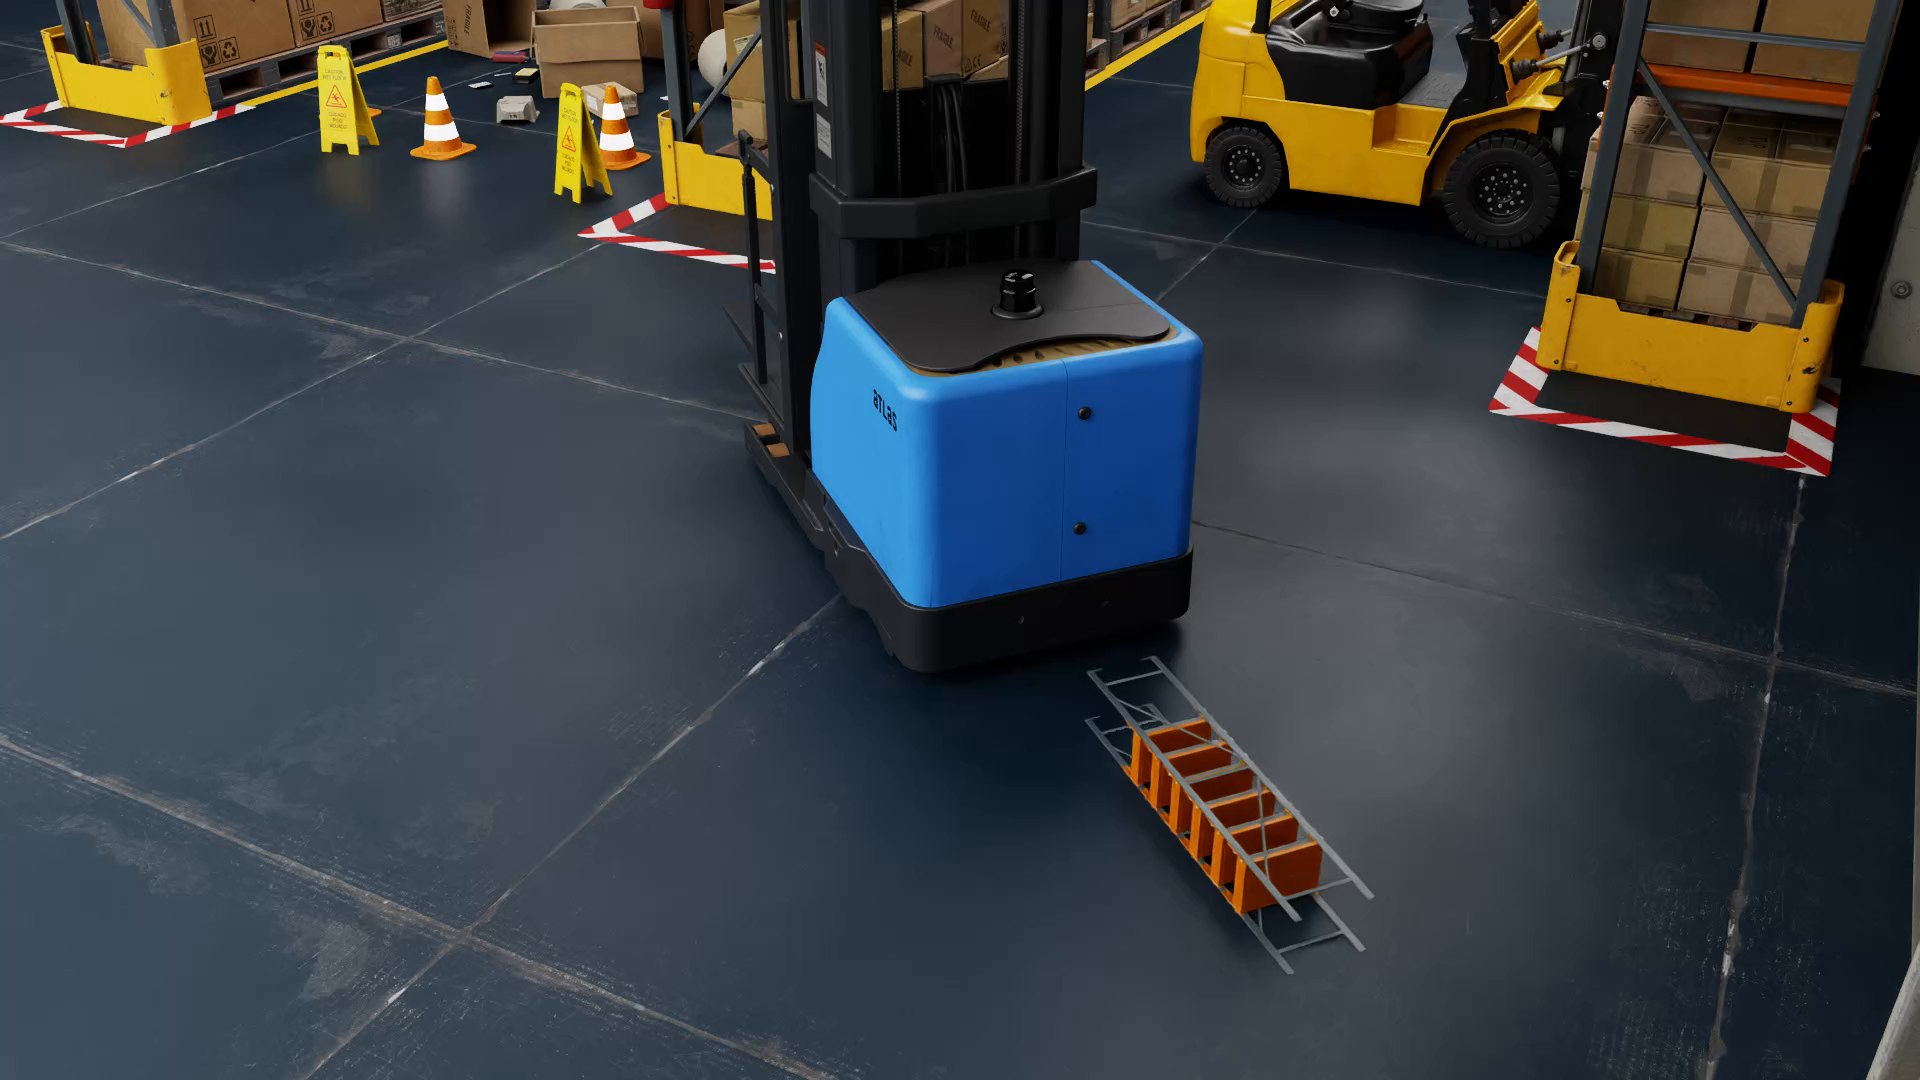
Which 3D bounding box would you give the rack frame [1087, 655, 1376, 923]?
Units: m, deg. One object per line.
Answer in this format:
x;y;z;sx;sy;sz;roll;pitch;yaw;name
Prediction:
0.730;0.664;4.715;0.240;0.006;1.200;-11;32;-19;rack frame

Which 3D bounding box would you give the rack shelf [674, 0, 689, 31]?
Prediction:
-0.266;-3.755;10.499;1.077;0.370;4.000;14;33;23;rack shelf

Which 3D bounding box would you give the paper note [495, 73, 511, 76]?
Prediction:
-3.349;-3.411;12.179;0.123;0.001;0.032;-18;34;-28;paper note

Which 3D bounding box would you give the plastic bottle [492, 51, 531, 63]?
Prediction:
-3.361;-3.636;12.521;0.283;0.061;0.133;4;30;6;plastic bottle

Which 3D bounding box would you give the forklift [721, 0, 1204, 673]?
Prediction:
-0.233;-1.560;6.023;1.130;2.935;3.031;-11;32;-19;forklift

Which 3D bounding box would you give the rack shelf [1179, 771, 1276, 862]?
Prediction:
0.759;0.779;4.700;0.258;0.180;0.103;-11;32;-19;rack shelf

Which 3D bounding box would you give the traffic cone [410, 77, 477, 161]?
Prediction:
-3.272;-2.665;10.425;0.336;0.463;0.334;14;33;23;traffic cone

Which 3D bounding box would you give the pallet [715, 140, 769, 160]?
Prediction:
-0.741;-2.357;10.142;1.003;0.211;1.213;14;33;23;pallet

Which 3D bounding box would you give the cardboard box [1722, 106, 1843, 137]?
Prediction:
3.855;-1.872;7.833;0.500;0.250;0.500;14;33;23;cardboard box

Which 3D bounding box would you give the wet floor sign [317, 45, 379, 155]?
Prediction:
-3.880;-2.775;10.435;0.267;0.644;0.232;9;31;15;wet floor sign

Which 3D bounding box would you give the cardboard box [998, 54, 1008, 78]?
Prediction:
0.146;-3.157;11.076;0.500;0.250;0.500;15;33;24;cardboard box

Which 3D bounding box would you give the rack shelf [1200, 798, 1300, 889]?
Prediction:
0.804;0.834;4.603;0.258;0.180;0.103;-11;32;-19;rack shelf

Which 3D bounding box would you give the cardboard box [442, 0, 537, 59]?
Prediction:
-3.601;-4.028;12.759;0.500;0.500;0.500;21;36;32;cardboard box

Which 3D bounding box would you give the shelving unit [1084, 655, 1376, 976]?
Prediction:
0.730;0.744;4.760;0.258;0.189;1.200;-11;32;-19;shelving unit

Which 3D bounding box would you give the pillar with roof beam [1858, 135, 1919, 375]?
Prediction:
0.531;-5.738;7.206;9.100;9.000;0.400;14;33;23;pillar with roof beam

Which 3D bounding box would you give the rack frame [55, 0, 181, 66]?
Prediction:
-5.630;-4.258;10.653;1.000;3.000;0.127;14;33;23;rack frame

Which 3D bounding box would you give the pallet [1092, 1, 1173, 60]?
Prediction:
0.999;-4.090;13.160;1.003;0.211;1.213;14;33;23;pallet

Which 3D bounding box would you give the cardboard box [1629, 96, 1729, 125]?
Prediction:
3.403;-1.982;8.024;0.500;0.250;0.500;15;33;24;cardboard box

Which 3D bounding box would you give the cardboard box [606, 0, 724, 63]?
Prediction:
-2.212;-3.926;12.445;0.797;0.637;0.503;14;33;23;cardboard box

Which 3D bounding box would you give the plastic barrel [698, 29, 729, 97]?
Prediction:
-1.584;-3.322;11.610;0.421;0.421;0.512;-12;32;-20;plastic barrel

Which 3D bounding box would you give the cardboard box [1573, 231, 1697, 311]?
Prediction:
3.176;-1.326;7.886;0.500;0.250;0.500;15;33;24;cardboard box

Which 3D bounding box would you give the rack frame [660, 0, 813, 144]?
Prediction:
-1.177;-3.180;8.776;1.000;3.000;0.127;14;33;23;rack frame

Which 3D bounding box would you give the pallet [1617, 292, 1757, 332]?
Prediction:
3.555;-1.195;8.119;1.003;0.211;1.213;14;33;23;pallet

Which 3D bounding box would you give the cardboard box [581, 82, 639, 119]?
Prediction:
-2.378;-2.983;11.295;0.250;0.149;0.380;-18;34;-28;cardboard box

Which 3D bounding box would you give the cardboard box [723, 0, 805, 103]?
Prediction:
-1.044;-2.910;9.891;0.500;0.500;0.500;15;33;24;cardboard box

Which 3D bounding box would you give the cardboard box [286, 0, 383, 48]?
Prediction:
-4.980;-4.225;12.308;0.875;0.875;0.875;14;33;23;cardboard box

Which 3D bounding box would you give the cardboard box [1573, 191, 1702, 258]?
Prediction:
3.187;-1.549;7.773;0.500;0.250;0.500;14;33;23;cardboard box

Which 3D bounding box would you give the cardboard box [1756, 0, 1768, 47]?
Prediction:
3.934;-2.492;7.477;0.500;0.500;0.500;15;33;25;cardboard box

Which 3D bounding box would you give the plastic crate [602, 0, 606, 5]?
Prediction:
-2.720;-4.463;13.776;0.662;0.188;0.450;-18;24;-28;plastic crate

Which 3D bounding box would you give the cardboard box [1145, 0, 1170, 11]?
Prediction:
1.206;-4.549;13.376;0.950;0.372;0.625;16;34;26;cardboard box

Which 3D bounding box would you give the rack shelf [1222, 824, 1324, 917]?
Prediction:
0.849;0.889;4.507;0.258;0.180;0.103;-11;32;-19;rack shelf

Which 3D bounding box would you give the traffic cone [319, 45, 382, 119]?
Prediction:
-4.123;-3.072;11.134;0.336;0.463;0.334;14;33;23;traffic cone

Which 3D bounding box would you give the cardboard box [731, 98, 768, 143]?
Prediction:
-1.037;-2.600;10.105;0.500;0.250;0.500;14;33;23;cardboard box

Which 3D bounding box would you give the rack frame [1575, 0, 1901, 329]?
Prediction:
3.244;-2.056;6.818;1.000;3.000;0.127;14;33;23;rack frame

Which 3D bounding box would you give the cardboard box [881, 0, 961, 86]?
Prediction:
-0.319;-3.034;10.107;0.500;0.500;0.500;13;32;21;cardboard box

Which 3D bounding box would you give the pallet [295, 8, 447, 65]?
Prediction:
-4.778;-3.960;12.934;1.003;0.211;1.213;14;33;23;pallet

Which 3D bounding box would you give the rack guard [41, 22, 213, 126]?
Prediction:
-5.640;-3.164;11.257;1.175;0.500;0.348;14;33;23;rack guard

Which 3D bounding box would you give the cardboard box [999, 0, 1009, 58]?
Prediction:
0.153;-3.493;10.907;0.500;0.500;0.500;16;34;26;cardboard box

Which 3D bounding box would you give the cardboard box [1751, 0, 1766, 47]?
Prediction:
3.479;-2.605;7.674;0.500;0.500;0.500;15;33;25;cardboard box
